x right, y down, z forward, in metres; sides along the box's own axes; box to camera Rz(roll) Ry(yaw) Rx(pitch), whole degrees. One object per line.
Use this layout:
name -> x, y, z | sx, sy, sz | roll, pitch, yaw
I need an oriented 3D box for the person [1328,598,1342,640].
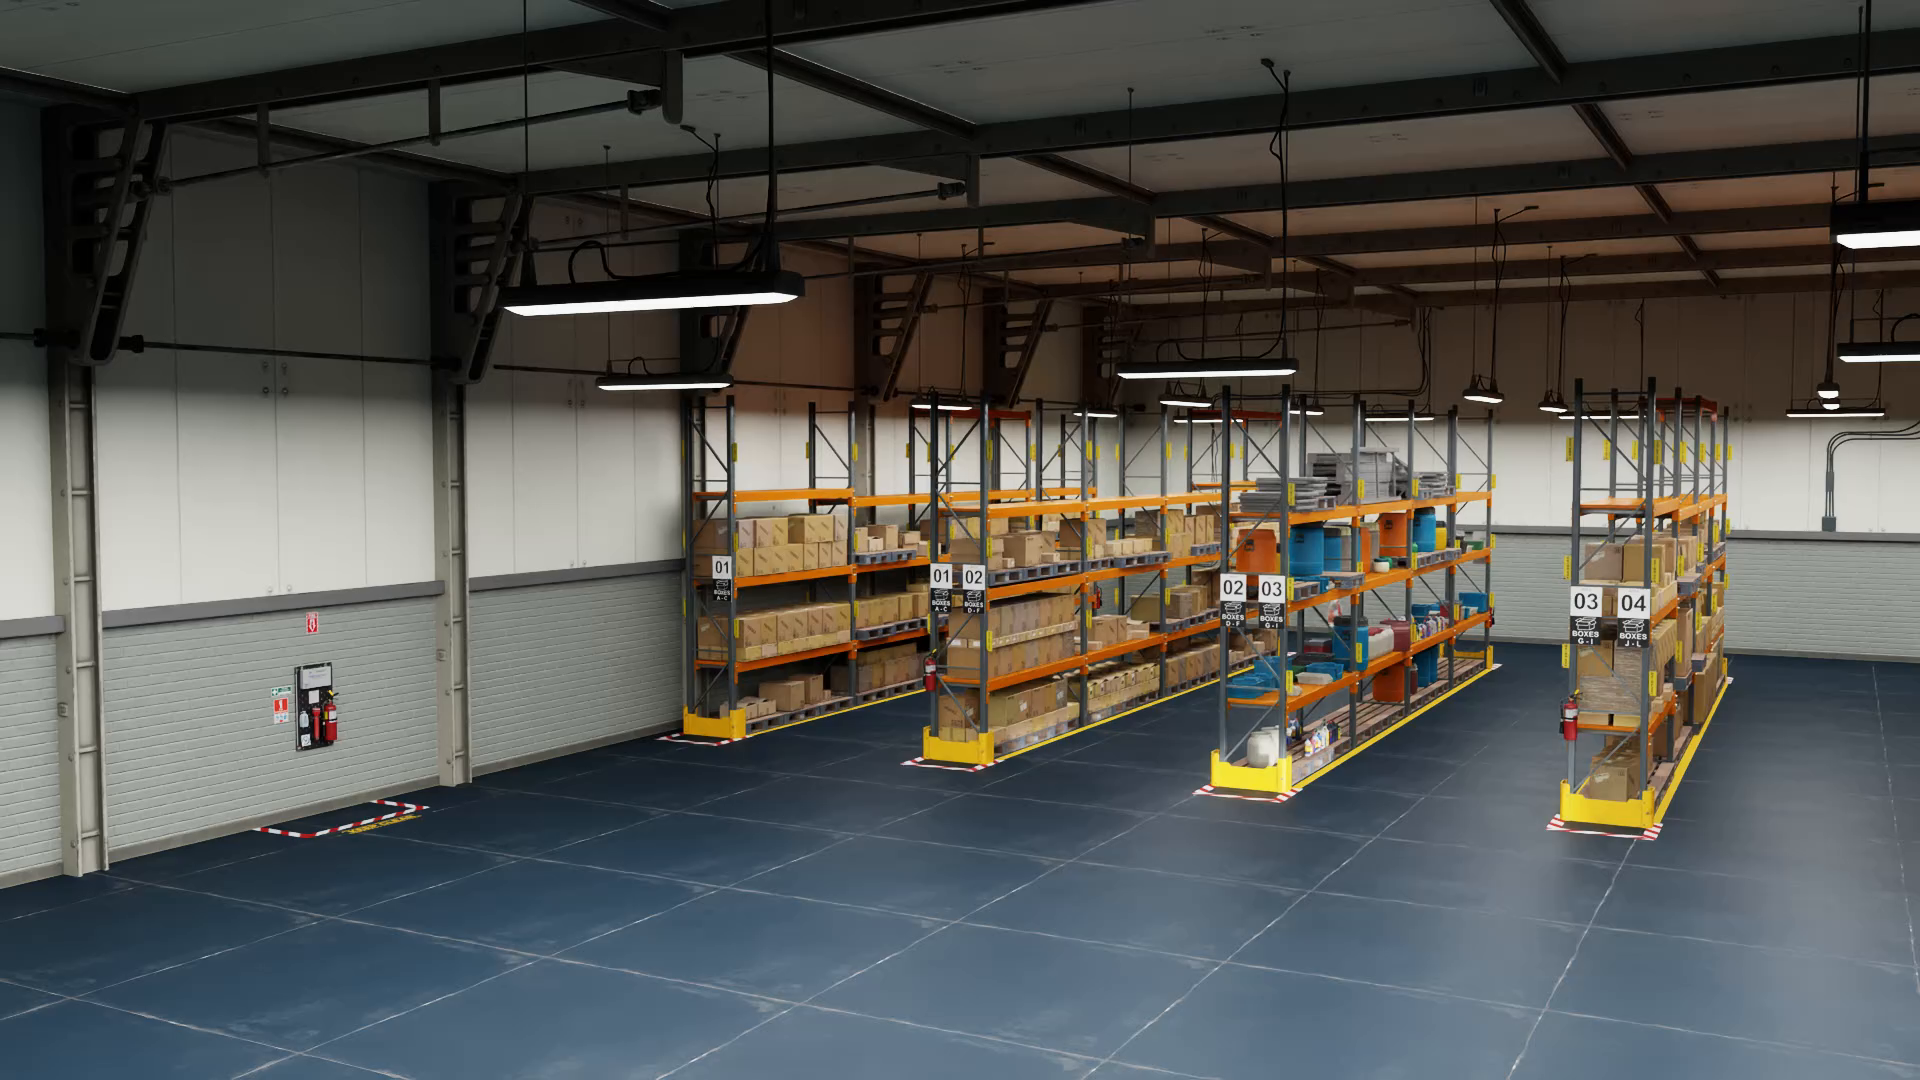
person -> 8.966, 2.029, 39.599 | 0.537, 1.818, 0.583 | 1, 3, 10
